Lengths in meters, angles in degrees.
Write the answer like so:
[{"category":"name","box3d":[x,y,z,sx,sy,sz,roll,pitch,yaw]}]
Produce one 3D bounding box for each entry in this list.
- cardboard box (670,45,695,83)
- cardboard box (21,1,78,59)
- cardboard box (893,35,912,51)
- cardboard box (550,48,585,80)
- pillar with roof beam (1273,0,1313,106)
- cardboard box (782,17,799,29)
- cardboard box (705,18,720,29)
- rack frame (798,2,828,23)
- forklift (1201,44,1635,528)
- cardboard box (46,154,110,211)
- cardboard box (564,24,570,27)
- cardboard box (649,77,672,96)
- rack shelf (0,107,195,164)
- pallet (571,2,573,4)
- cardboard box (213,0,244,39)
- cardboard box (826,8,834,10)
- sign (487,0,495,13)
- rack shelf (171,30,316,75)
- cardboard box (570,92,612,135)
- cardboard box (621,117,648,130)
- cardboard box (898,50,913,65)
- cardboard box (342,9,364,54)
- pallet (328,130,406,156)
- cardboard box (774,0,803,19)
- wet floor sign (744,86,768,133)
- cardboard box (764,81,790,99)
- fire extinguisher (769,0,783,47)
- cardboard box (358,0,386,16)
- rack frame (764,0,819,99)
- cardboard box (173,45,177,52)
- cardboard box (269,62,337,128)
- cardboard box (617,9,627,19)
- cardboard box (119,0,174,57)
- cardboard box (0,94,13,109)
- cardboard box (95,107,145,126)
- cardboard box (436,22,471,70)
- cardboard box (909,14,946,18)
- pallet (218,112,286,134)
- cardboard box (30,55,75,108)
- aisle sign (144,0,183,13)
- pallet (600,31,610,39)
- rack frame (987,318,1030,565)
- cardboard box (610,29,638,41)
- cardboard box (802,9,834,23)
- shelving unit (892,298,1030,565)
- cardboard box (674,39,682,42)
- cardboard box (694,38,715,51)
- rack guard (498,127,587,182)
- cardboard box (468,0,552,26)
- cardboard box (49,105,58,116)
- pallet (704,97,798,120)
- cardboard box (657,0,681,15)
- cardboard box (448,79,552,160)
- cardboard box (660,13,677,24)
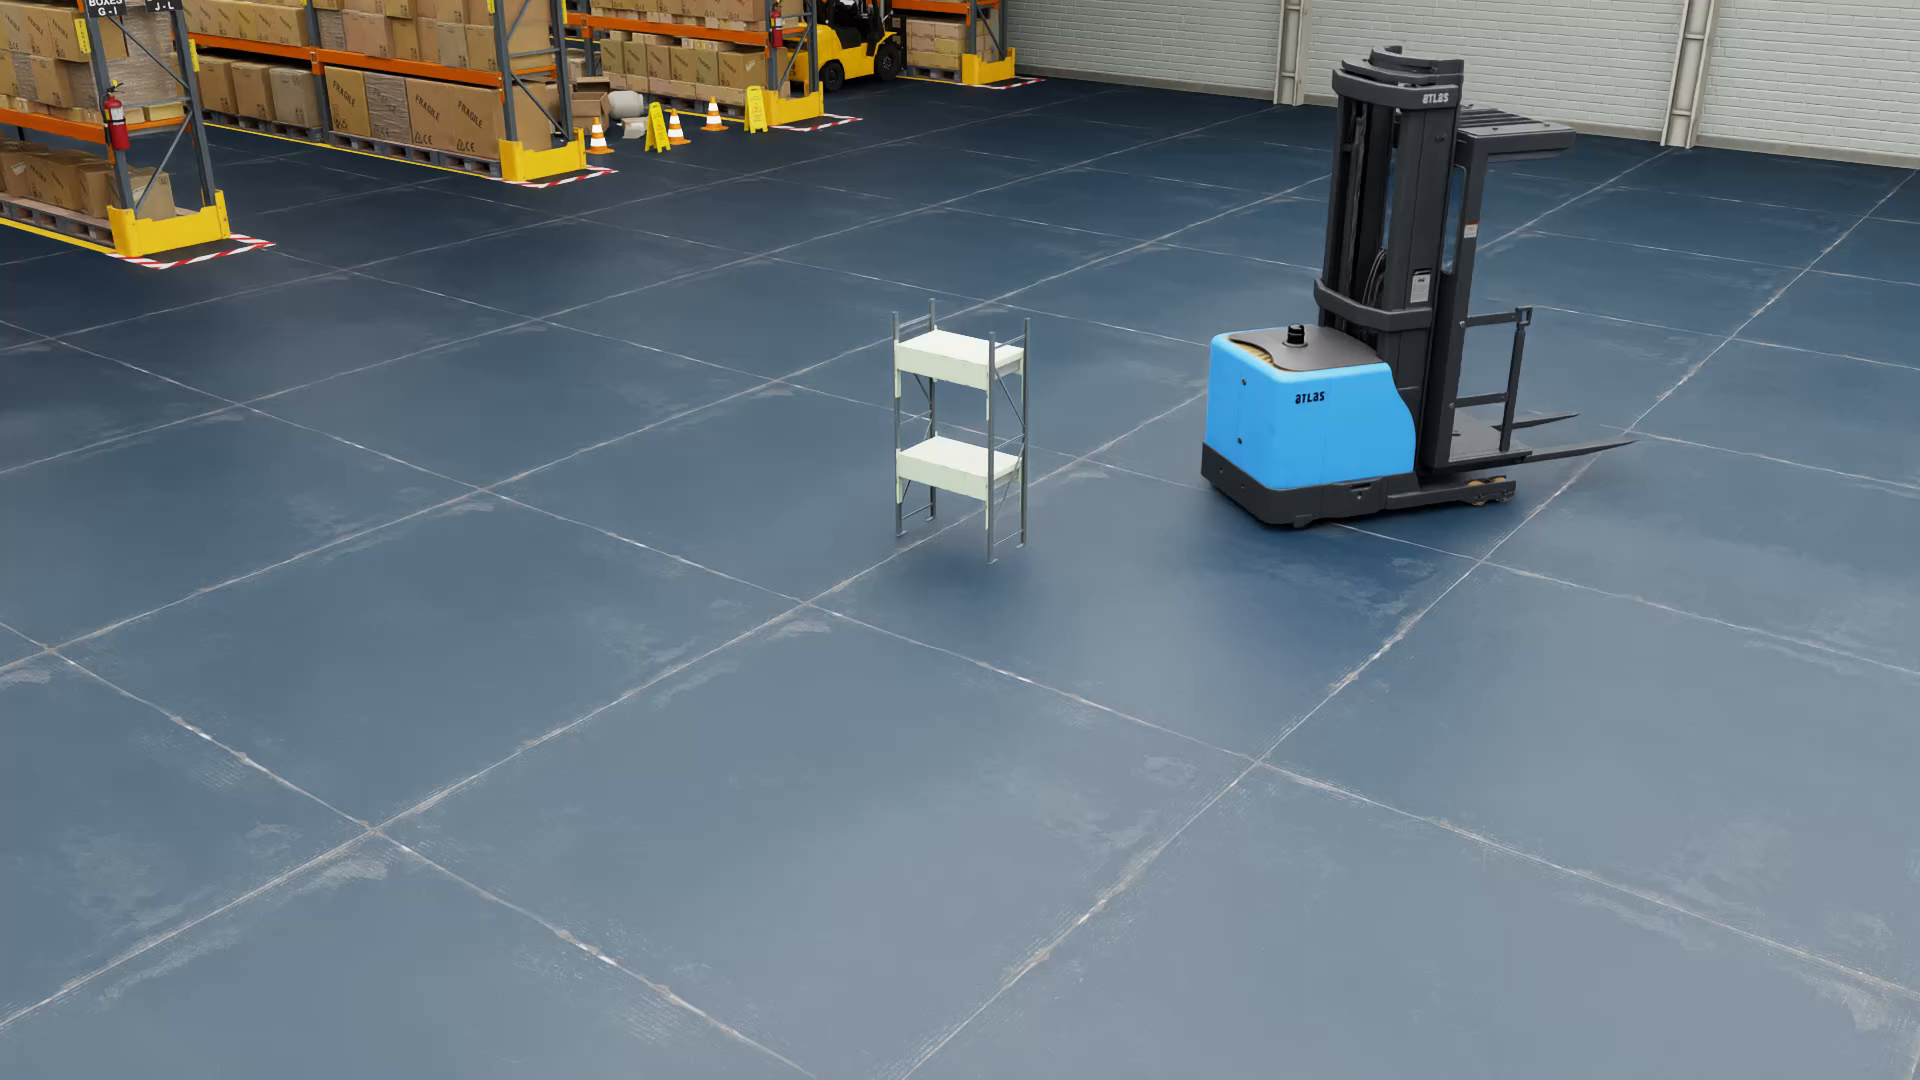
[{"category":"cardboard box","box3d":[-4.115,-7.383,25.747,0.500,0.500,0.500,16,28,32]},{"category":"cardboard box","box3d":[-9.433,-5.362,17.466,0.500,0.500,0.500,17,29,33]},{"category":"cardboard box","box3d":[-0.922,-8.772,29.208,0.500,0.250,0.500,16,28,32]},{"category":"cardboard box","box3d":[-6.697,-8.003,27.932,0.625,0.372,0.950,19,30,36]},{"category":"pillar with roof beam","box3d":[2.679,-9.714,21.637,0.400,9.000,9.100,17,29,33]},{"category":"cardboard box","box3d":[-2.646,-7.781,25.002,0.250,0.149,0.380,17,29,33]},{"category":"cardboard box","box3d":[-3.611,-7.801,25.046,0.250,0.149,0.380,17,29,34]},{"category":"rack frame","box3d":[-2.725,-10.317,30.446,0.127,3.000,1.000,17,29,33]},{"category":"forklift","box3d":[3.256,-1.766,11.122,3.031,2.935,1.130,-8,25,-18]},{"category":"cardboard box","box3d":[-9.920,-4.046,18.791,0.500,0.500,0.500,20,31,38]},{"category":"cardboard box","box3d":[-8.045,-10.863,34.263,0.500,0.500,0.500,16,28,32]},{"category":"cardboard box","box3d":[-4.529,-7.166,26.183,0.500,0.250,0.500,16,29,33]},{"category":"rack shelf","box3d":[-10.042,-4.704,18.599,4.000,0.370,1.077,17,29,33]},{"category":"pallet","box3d":[-7.291,-9.129,27.986,1.213,0.211,1.003,17,29,33]},{"category":"cardboard box","box3d":[-10.381,-7.545,24.031,0.500,0.500,0.500,16,29,33]},{"category":"cardboard box","box3d":[-2.215,-9.652,30.585,0.500,0.250,0.500,17,29,34]},{"category":"sign","box3d":[-5.722,-6.592,20.262,0.005,0.325,0.100,17,29,33]},{"category":"rack shelf","box3d":[-10.187,-7.248,24.371,4.000,0.370,1.077,17,29,33]},{"category":"cardboard box","box3d":[-5.422,-6.213,24.227,0.637,0.503,0.797,-1,24,-3]},{"category":"cardboard box","box3d":[-4.758,-6.108,24.428,0.380,0.149,0.250,-10,26,-21]},{"category":"cardboard box","box3d":[-0.877,-8.543,29.307,0.500,0.250,0.500,17,29,34]},{"category":"cardboard box","box3d":[-7.831,-6.951,22.619,0.550,0.550,0.875,17,29,33]},{"category":"pallet","box3d":[-8.025,-5.608,23.216,1.213,0.211,1.003,17,29,33]},{"category":"cardboard box","box3d":[-2.711,-8.133,24.996,0.500,0.500,0.500,16,29,33]},{"category":"wet floor sign","box3d":[-2.988,-6.279,24.200,0.267,0.644,0.232,-15,28,-30]},{"category":"cardboard box","box3d":[-2.978,-6.966,25.728,0.500,0.250,0.500,17,29,33]},{"category":"fire extinguisher","box3d":[-2.683,-7.536,24.229,0.183,0.674,0.296,17,29,33]},{"category":"cardboard box","box3d":[-7.453,-7.285,22.039,0.550,0.550,0.875,17,29,33]},{"category":"rack frame","box3d":[-2.498,-7.747,24.613,0.127,3.000,1.000,17,29,33]},{"category":"cardboard box","box3d":[-12.492,-7.533,25.775,0.500,0.250,0.500,16,28,32]},{"category":"cardboard box","box3d":[-9.137,-6.377,23.772,0.750,0.750,1.050,17,29,33]},{"category":"cardboard box","box3d":[-5.175,-8.321,26.227,0.250,0.149,0.380,17,29,33]},{"category":"cardboard box","box3d":[-8.718,-5.410,17.576,0.500,0.500,0.500,17,29,33]},{"category":"cardboard box","box3d":[-10.442,-4.895,18.451,0.250,0.149,0.380,17,29,33]},{"category":"cardboard box","box3d":[-8.793,-4.437,17.413,0.250,0.149,0.380,17,29,33]},{"category":"cardboard box","box3d":[-6.163,-6.396,21.359,0.550,0.550,0.875,17,29,33]},{"category":"cardboard box","box3d":[-0.591,-9.163,29.475,0.500,0.250,0.500,17,29,33]},{"category":"pallet","box3d":[-10.230,-6.274,24.728,1.213,0.211,1.003,17,29,33]},{"category":"cardboard box","box3d":[-9.337,-4.956,17.785,0.500,0.500,0.875,17,29,33]},{"category":"aisle sign","box3d":[-8.212,-5.822,17.018,0.004,0.787,0.394,17,29,33]},{"category":"pallet","box3d":[-6.500,-10.201,33.641,1.213,0.211,1.003,17,29,33]},{"category":"rack frame","box3d":[0.298,-0.596,10.243,0.023,1.500,0.400,17,29,33]},{"category":"cardboard box","box3d":[-5.325,-8.009,26.362,0.250,0.149,0.380,17,29,34]},{"category":"cardboard box","box3d":[-2.526,-9.490,30.218,0.500,0.250,0.500,16,29,33]},{"category":"shelving unit","box3d":[0.005,-0.685,10.444,0.755,1.500,0.431,17,29,33]},{"category":"cardboard box","box3d":[-4.247,-7.690,26.442,0.500,0.500,0.500,19,30,36]},{"category":"cardboard box","box3d":[-3.829,-7.560,25.342,0.250,0.149,0.380,17,29,34]},{"category":"rack guard","box3d":[-5.367,-4.976,21.424,0.348,0.500,1.175,17,29,33]},{"category":"cardboard box","box3d":[-5.660,-6.791,20.917,0.550,0.550,0.875,17,29,33]},{"category":"cardboard box","box3d":[-9.590,-4.681,17.966,0.250,0.149,0.380,17,29,33]},{"category":"pallet","box3d":[-3.188,-6.698,25.689,1.213,0.211,1.003,17,29,33]},{"category":"cardboard box","box3d":[-4.288,-8.345,25.477,0.500,0.500,0.500,17,29,34]},{"category":"cardboard box","box3d":[-5.968,-5.488,21.601,0.875,0.875,0.875,17,29,34]},{"category":"cardboard box","box3d":[-4.403,-8.056,25.625,0.250,0.149,0.380,17,29,33]}]
